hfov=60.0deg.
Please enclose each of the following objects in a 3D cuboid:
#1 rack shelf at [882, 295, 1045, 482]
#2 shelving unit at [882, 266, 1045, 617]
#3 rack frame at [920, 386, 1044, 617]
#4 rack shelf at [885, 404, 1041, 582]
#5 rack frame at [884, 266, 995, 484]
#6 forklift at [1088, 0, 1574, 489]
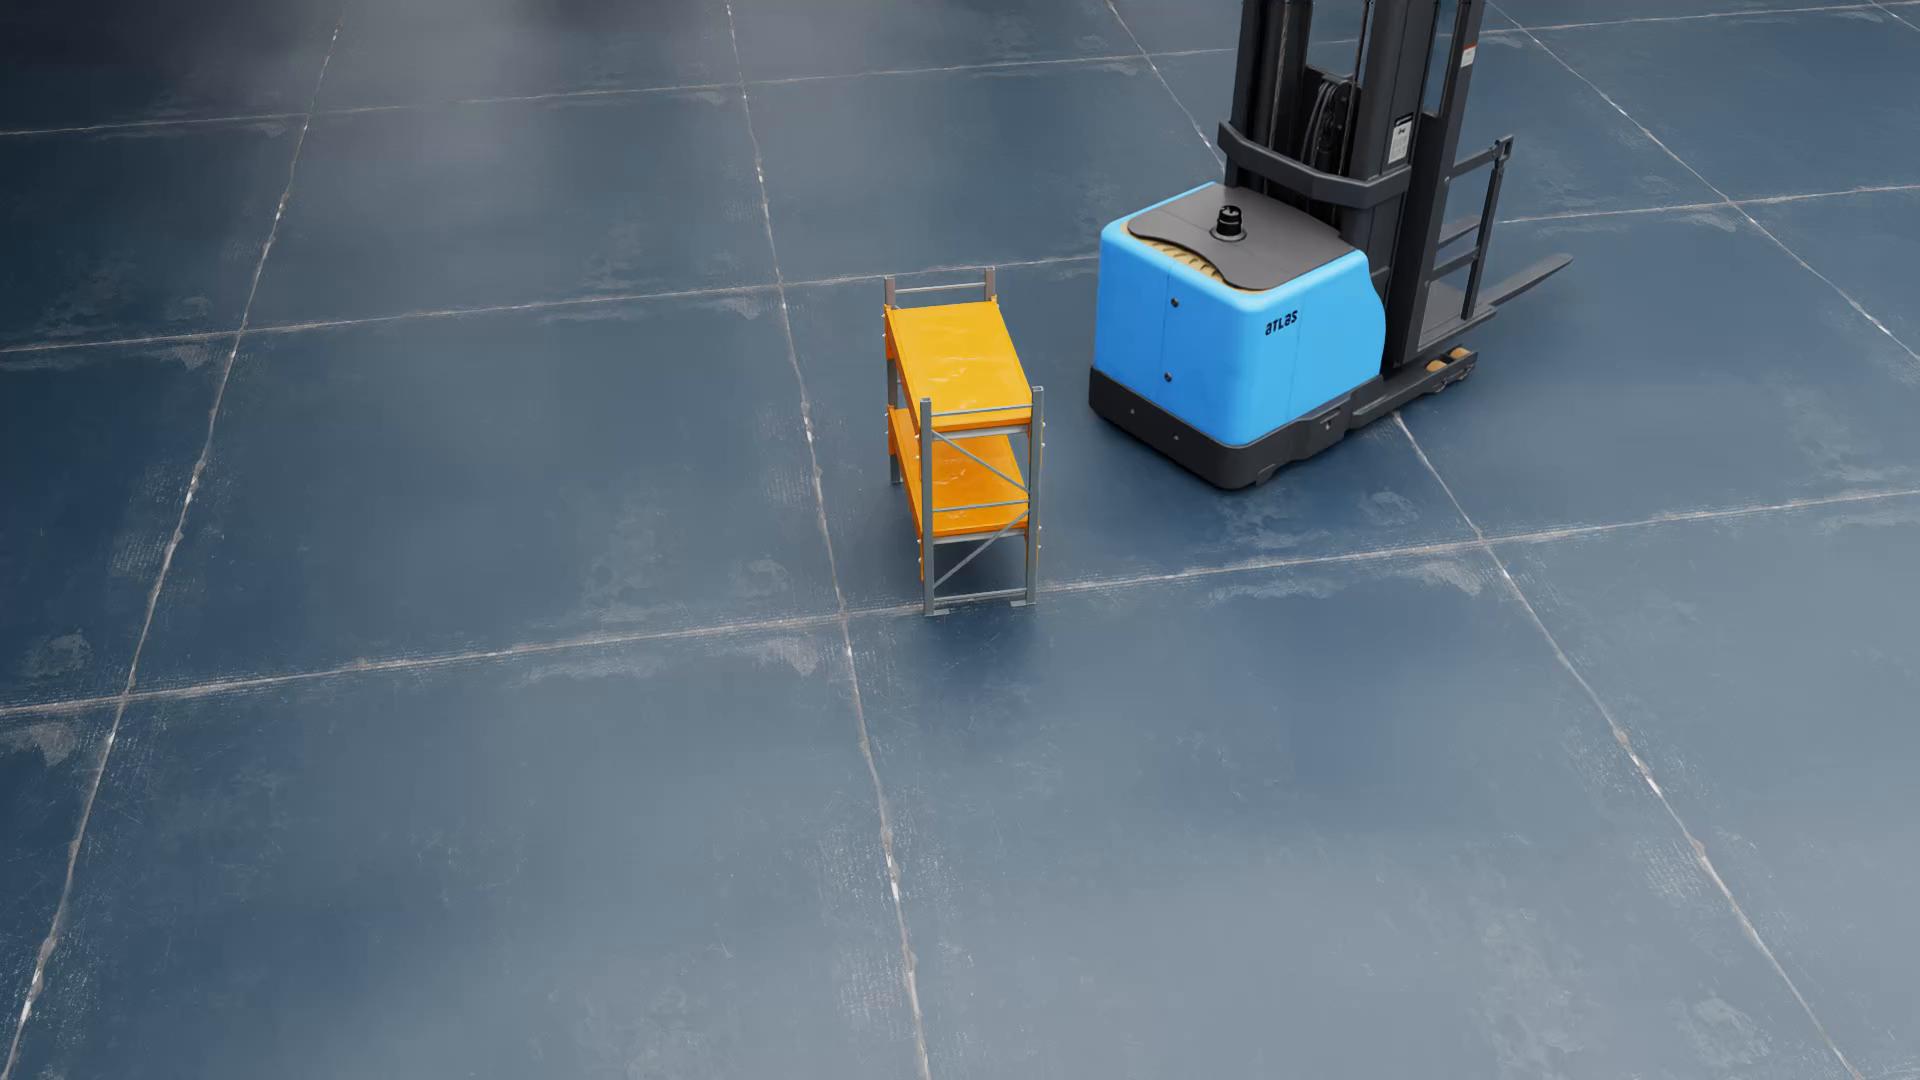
[{"bbox_3d":[-0.001,-0.679,7.231,0.538,0.278,1.000,-6,38,-8],"label":"rack shelf"},{"bbox_3d":[-0.001,-0.448,7.410,0.538,1.125,1.048,-6,38,-8],"label":"shelving unit"},{"bbox_3d":[0.088,-0.141,7.015,0.500,1.125,0.032,-6,38,-8],"label":"rack frame"},{"bbox_3d":[-0.001,-0.255,7.560,0.538,0.278,1.000,-6,38,-8],"label":"rack shelf"},{"bbox_3d":[-0.090,-0.755,7.805,0.500,1.125,0.032,-6,38,-8],"label":"rack frame"},{"bbox_3d":[2.116,-2.159,8.139,3.031,2.935,1.130,-27,45,-30],"label":"forklift"}]
